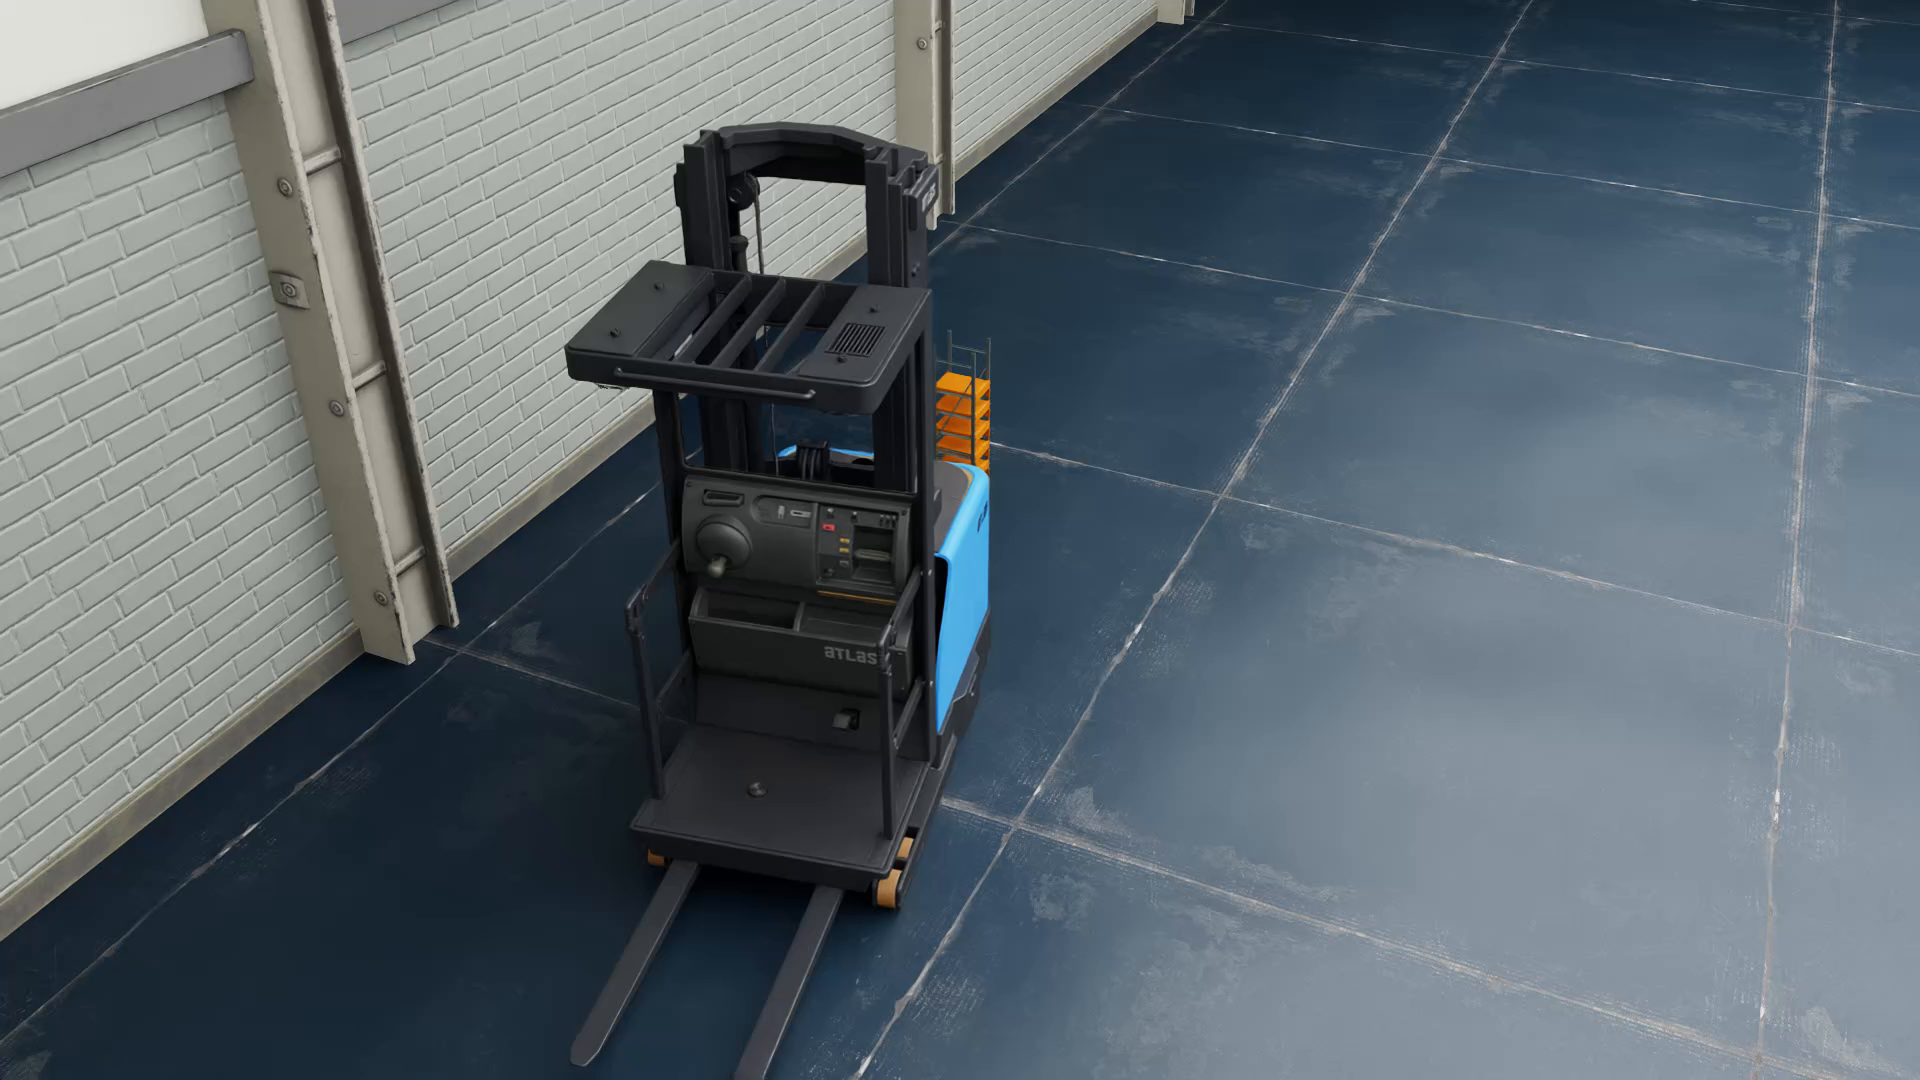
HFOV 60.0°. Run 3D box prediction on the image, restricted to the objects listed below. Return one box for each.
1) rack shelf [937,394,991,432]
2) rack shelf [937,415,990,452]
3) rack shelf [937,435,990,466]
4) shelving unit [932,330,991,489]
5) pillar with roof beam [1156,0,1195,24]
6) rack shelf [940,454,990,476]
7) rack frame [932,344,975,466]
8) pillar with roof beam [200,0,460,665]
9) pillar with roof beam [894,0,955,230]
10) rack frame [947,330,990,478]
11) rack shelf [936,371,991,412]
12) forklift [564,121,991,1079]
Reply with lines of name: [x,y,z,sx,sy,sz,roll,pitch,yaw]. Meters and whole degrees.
rack shelf: [0.006,-0.673,8.693,0.258,0.103,0.180,14,36,20]
rack shelf: [0.006,-0.572,8.759,0.258,0.103,0.180,14,36,20]
rack shelf: [0.006,-0.472,8.825,0.258,0.103,0.180,14,36,20]
shelving unit: [0.006,-0.509,8.800,0.258,1.200,0.189,14,36,20]
pillar with roof beam: [6.161,-8.270,13.524,9.100,9.000,0.400,14,36,20]
rack shelf: [0.006,-0.371,8.891,0.258,0.103,0.180,14,36,20]
rack frame: [-0.032,-0.463,8.731,0.240,1.200,0.006,14,36,20]
pillar with roof beam: [1.140,-2.293,4.409,9.100,9.000,0.400,14,36,20]
pillar with roof beam: [3.651,-5.282,8.967,9.100,9.000,0.400,14,36,20]
rack frame: [0.044,-0.555,8.870,0.240,1.200,0.006,14,36,20]
rack shelf: [0.006,-0.773,8.627,0.258,0.103,0.180,14,36,20]
forklift: [-0.699,0.051,6.367,1.130,2.935,3.031,8,34,11]
